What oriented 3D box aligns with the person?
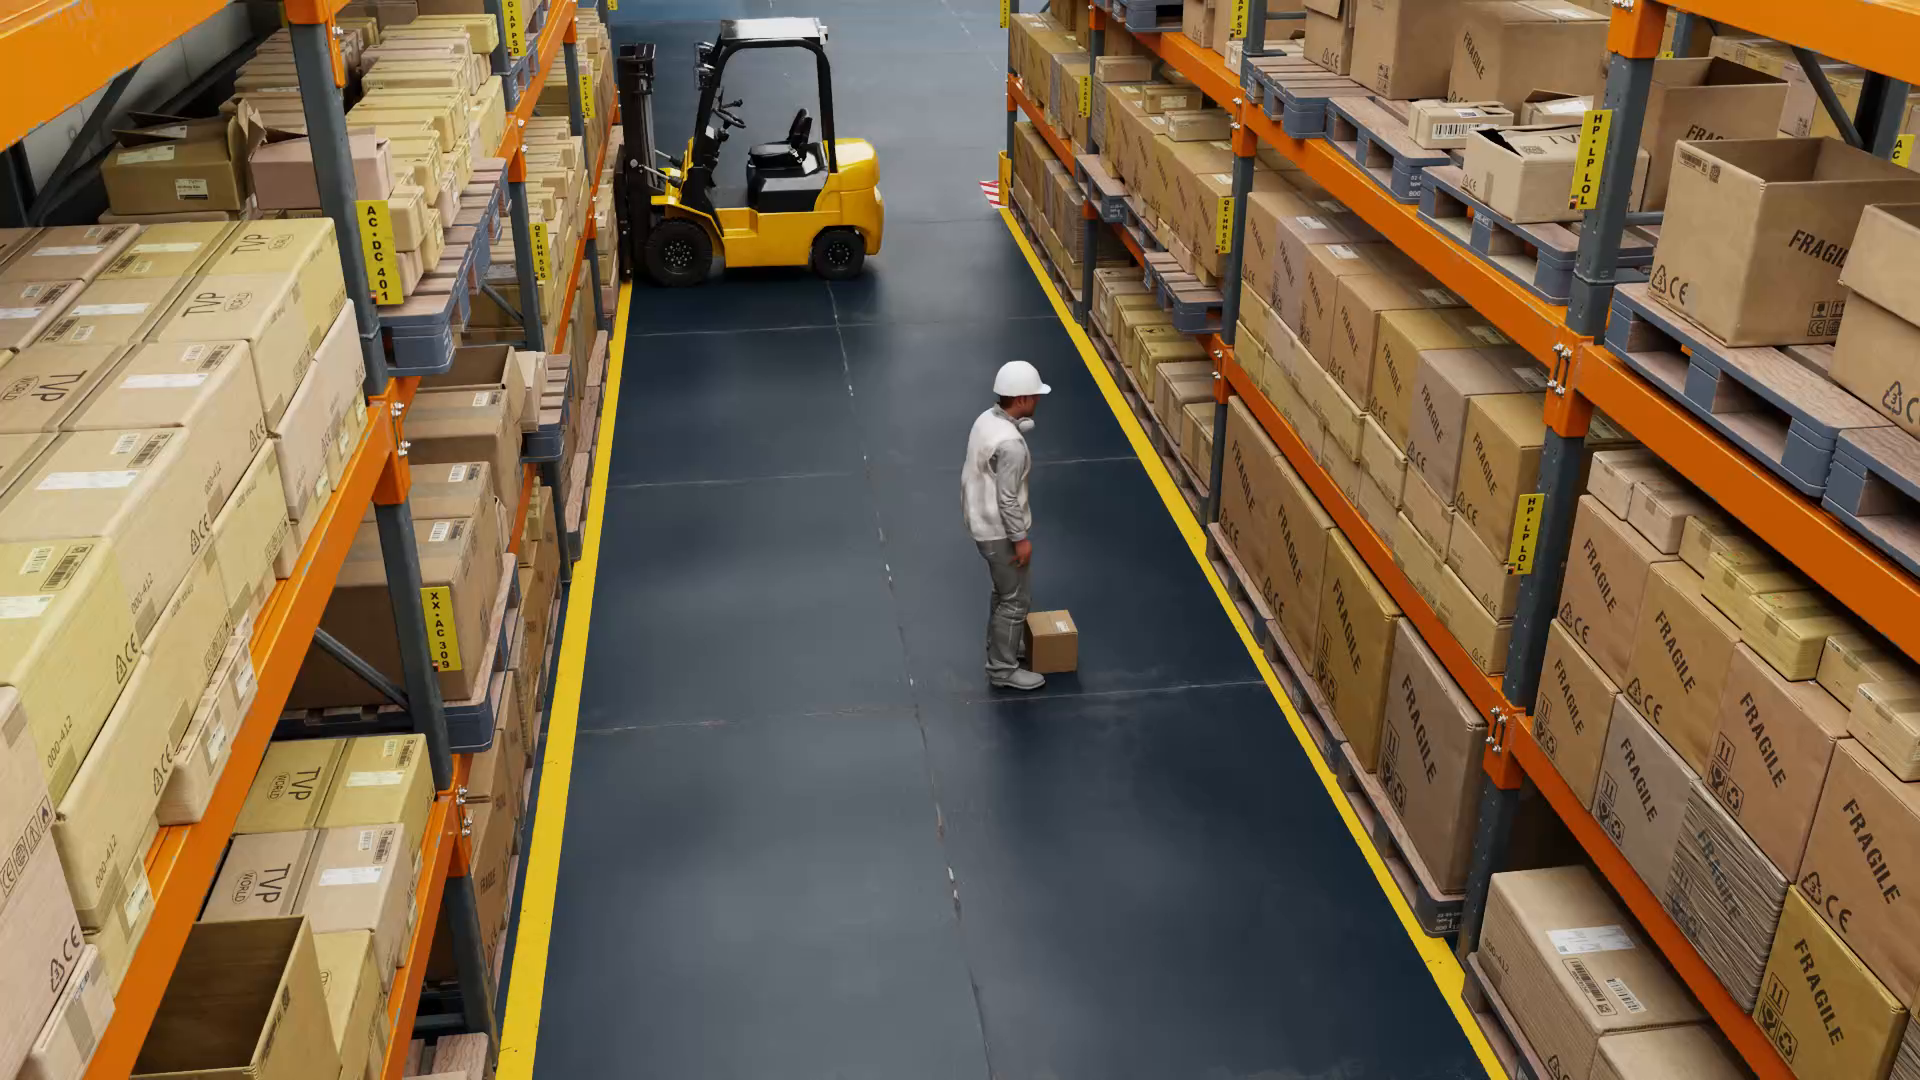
[{"bbox_3d":[0.244,-0.090,8.770,0.473,1.767,0.582,-5,27,-9],"label":"person"}]
